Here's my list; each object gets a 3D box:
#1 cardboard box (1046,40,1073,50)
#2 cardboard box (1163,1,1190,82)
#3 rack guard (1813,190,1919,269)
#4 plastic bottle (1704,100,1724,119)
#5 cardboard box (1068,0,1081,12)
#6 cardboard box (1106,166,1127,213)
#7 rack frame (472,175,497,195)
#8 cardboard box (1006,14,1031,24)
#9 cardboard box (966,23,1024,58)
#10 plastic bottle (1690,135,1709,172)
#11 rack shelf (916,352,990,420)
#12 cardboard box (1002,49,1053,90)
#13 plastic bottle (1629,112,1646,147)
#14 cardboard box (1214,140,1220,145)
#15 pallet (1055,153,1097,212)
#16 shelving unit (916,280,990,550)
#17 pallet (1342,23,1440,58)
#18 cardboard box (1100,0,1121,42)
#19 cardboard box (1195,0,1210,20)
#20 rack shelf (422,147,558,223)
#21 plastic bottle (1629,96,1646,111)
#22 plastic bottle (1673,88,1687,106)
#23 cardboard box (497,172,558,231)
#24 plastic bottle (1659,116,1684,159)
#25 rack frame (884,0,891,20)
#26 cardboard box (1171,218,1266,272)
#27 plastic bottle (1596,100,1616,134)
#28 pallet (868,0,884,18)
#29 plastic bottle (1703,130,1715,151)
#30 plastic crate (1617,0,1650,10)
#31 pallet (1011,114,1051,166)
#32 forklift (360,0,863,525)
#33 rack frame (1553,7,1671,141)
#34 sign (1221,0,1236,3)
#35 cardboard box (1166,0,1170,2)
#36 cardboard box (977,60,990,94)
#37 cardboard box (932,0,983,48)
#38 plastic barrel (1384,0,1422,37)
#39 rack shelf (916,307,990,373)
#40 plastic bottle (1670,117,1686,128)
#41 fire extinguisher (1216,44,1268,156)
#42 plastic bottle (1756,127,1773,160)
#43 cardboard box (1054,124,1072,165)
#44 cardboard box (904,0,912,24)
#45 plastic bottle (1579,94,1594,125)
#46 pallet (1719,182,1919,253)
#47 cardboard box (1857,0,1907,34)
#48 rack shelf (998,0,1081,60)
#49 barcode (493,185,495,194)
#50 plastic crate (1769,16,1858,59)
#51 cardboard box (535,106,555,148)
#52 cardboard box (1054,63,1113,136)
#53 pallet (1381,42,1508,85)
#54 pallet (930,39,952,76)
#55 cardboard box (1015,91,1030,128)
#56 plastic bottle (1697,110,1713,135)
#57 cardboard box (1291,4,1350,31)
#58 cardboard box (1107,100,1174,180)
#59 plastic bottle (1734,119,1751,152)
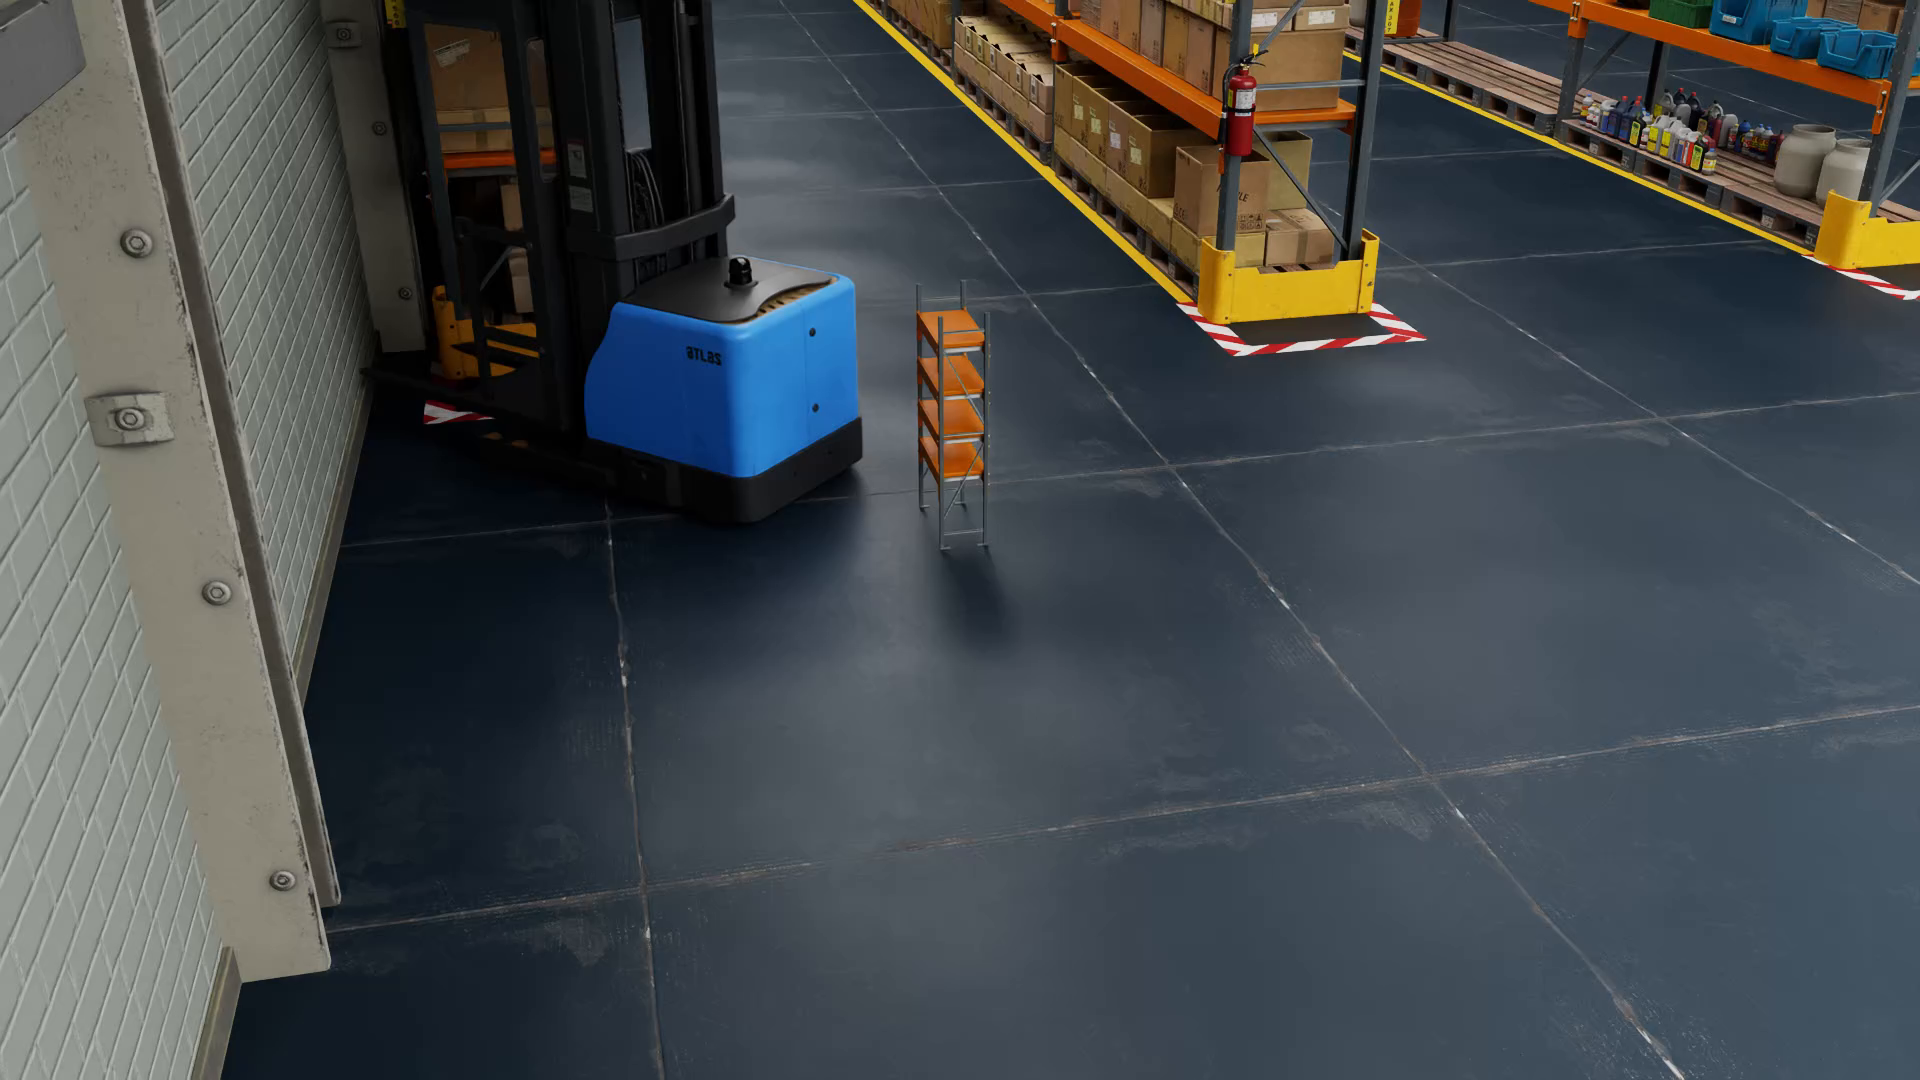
[{"bbox_3d":[1.110,-4.767,16.329,0.500,0.311,0.500,-5,27,-10],"label":"cardboard box"},{"bbox_3d":[1.887,-3.619,11.980,0.700,0.500,0.500,-6,27,-11],"label":"cardboard box"},{"bbox_3d":[6.973,-2.334,12.319,1.175,0.500,0.348,-6,27,-12],"label":"rack guard"},{"bbox_3d":[6.677,-3.711,14.726,0.144,0.351,0.185,-6,27,-12],"label":"plastic bottle"},{"bbox_3d":[1.154,-4.820,14.638,0.500,0.250,0.500,-4,27,-8],"label":"cardboard box"},{"bbox_3d":[1.451,-2.742,12.940,0.500,0.250,0.500,-6,27,-12],"label":"cardboard box"},{"bbox_3d":[-3.517,-4.171,13.185,1.000,3.000,0.127,-6,27,-12],"label":"rack frame"},{"bbox_3d":[0.765,-5.437,17.656,0.500,0.311,0.500,-5,27,-10],"label":"cardboard box"},{"bbox_3d":[0.365,-5.152,17.092,0.500,0.311,0.500,-7,28,-13],"label":"cardboard box"},{"bbox_3d":[6.151,-3.216,13.819,0.061,0.283,0.133,-5,27,-10],"label":"plastic bottle"},{"bbox_3d":[-0.037,-0.748,8.053,0.258,0.148,0.480,-6,27,-12],"label":"rack shelf"},{"bbox_3d":[0.704,-4.482,15.763,0.500,0.311,0.500,-6,27,-12],"label":"cardboard box"},{"bbox_3d":[5.952,-3.605,14.589,0.061,0.283,0.133,-5,27,-9],"label":"plastic bottle"},{"bbox_3d":[2.066,-2.910,12.439,0.500,0.500,0.500,-6,27,-12],"label":"cardboard box"},{"bbox_3d":[1.446,-3.077,14.113,1.003,0.211,1.213,-6,27,-12],"label":"pallet"},{"bbox_3d":[-0.037,-0.608,8.124,0.258,1.200,0.503,-6,27,-12],"label":"shelving unit"},{"bbox_3d":[5.015,-6.030,19.962,1.003,0.211,1.213,-6,27,-12],"label":"pallet"},{"bbox_3d":[1.539,-4.295,13.320,0.700,0.500,0.500,-6,27,-12],"label":"cardboard box"},{"bbox_3d":[1.820,-3.629,11.280,0.380,0.149,0.250,-6,27,-12],"label":"cardboard box"},{"bbox_3d":[-3.067,-2.972,11.607,1.077,0.370,4.000,-6,27,-12],"label":"rack shelf"},{"bbox_3d":[6.053,-3.809,14.919,0.144,0.351,0.185,-6,27,-12],"label":"plastic bottle"},{"bbox_3d":[6.561,-3.937,15.173,0.144,0.351,0.185,-7,28,-13],"label":"plastic bottle"},{"bbox_3d":[-2.929,-2.386,11.934,0.700,0.500,0.500,-8,28,-15],"label":"cardboard box"},{"bbox_3d":[6.093,-3.443,14.194,0.144,0.351,0.185,-5,27,-9],"label":"plastic bottle"},{"bbox_3d":[-0.495,-8.188,21.143,1.000,3.000,0.127,-6,27,-12],"label":"rack frame"},{"bbox_3d":[1.801,-2.085,11.637,0.500,0.250,0.500,-6,27,-12],"label":"cardboard box"},{"bbox_3d":[5.879,-3.834,15.051,0.152,0.276,0.135,-5,27,-10],"label":"plastic bottle"},{"bbox_3d":[-0.649,-7.244,22.368,1.003,0.211,1.213,-6,27,-12],"label":"pallet"},{"bbox_3d":[6.269,-3.291,13.967,0.061,0.283,0.133,-6,27,-12],"label":"plastic bottle"},{"bbox_3d":[6.129,-4.906,14.711,0.767,0.338,0.504,-6,27,-12],"label":"plastic crate"},{"bbox_3d":[1.104,-3.750,15.446,1.003,0.211,1.213,-6,27,-12],"label":"pallet"},{"bbox_3d":[-2.050,-1.868,8.699,3.031,2.935,1.130,15,31,28],"label":"forklift"},{"bbox_3d":[6.135,-5.177,15.178,1.000,3.000,0.127,-6,27,-12],"label":"rack frame"},{"bbox_3d":[1.678,-3.493,10.294,0.100,0.325,0.005,-6,27,-12],"label":"sign"},{"bbox_3d":[1.644,-3.970,11.957,0.380,0.149,0.250,-5,27,-10],"label":"cardboard box"},{"bbox_3d":[0.476,-4.684,16.786,0.500,0.250,0.500,-7,28,-13],"label":"cardboard box"},{"bbox_3d":[-0.033,-5.899,18.894,0.500,0.500,0.500,-5,27,-10],"label":"cardboard box"},{"bbox_3d":[5.106,-6.365,19.473,0.600,0.830,0.708,-6,27,-12],"label":"plastic barrel"},{"bbox_3d":[-0.037,-0.959,7.947,0.258,0.148,0.480,-6,27,-12],"label":"rack shelf"},{"bbox_3d":[6.189,-3.517,14.425,0.152,0.276,0.135,-6,27,-12],"label":"plastic bottle"},{"bbox_3d":[1.784,-2.786,10.527,0.296,0.674,0.183,-6,27,-12],"label":"fire extinguisher"},{"bbox_3d":[6.854,-3.377,14.152,0.097,0.271,0.097,0,27,0],"label":"plastic bottle"},{"bbox_3d":[1.117,-3.401,14.245,0.500,0.250,0.500,-6,27,-12],"label":"cardboard box"},{"bbox_3d":[-0.387,-6.578,20.239,0.500,0.500,0.500,-6,27,-11],"label":"cardboard box"},{"bbox_3d":[5.779,-3.971,15.328,0.097,0.271,0.097,0,27,0],"label":"plastic bottle"},{"bbox_3d":[6.795,-2.562,13.091,1.003,0.211,1.213,-6,27,-12],"label":"pallet"},{"bbox_3d":[10.501,-5.734,18.567,0.700,0.500,0.500,-4,27,-7],"label":"cardboard box"},{"bbox_3d":[0.857,-5.232,16.086,1.077,0.370,4.000,-6,27,-12],"label":"rack shelf"},{"bbox_3d":[-3.618,-2.723,12.912,0.001,0.075,0.075,-6,27,-12],"label":"barcode"},{"bbox_3d":[6.491,-3.830,12.673,0.499,0.251,0.408,-6,27,-12],"label":"plastic crate"},{"bbox_3d":[-2.417,-2.603,10.223,0.500,0.250,0.500,-7,28,-13],"label":"cardboard box"},{"bbox_3d":[1.107,-3.735,14.074,0.500,0.500,0.500,-6,27,-12],"label":"cardboard box"},{"bbox_3d":[5.370,-5.344,18.604,1.003,0.211,1.213,-6,27,-12],"label":"pallet"},{"bbox_3d":[0.275,-5.518,18.949,1.003,0.211,1.213,-6,27,-12],"label":"pallet"},{"bbox_3d":[0.820,-4.010,15.452,0.500,0.250,0.500,-6,27,-12],"label":"cardboard box"},{"bbox_3d":[6.583,-3.660,14.698,0.061,0.283,0.133,-6,27,-12],"label":"plastic bottle"},{"bbox_3d":[2.331,-3.448,10.921,0.380,0.149,0.250,-6,27,-12],"label":"cardboard box"},{"bbox_3d":[1.448,-3.077,12.770,0.500,0.500,0.500,-6,27,-12],"label":"cardboard box"},{"bbox_3d":[6.786,-3.510,14.415,0.097,0.271,0.097,0,27,0],"label":"plastic bottle"}]
